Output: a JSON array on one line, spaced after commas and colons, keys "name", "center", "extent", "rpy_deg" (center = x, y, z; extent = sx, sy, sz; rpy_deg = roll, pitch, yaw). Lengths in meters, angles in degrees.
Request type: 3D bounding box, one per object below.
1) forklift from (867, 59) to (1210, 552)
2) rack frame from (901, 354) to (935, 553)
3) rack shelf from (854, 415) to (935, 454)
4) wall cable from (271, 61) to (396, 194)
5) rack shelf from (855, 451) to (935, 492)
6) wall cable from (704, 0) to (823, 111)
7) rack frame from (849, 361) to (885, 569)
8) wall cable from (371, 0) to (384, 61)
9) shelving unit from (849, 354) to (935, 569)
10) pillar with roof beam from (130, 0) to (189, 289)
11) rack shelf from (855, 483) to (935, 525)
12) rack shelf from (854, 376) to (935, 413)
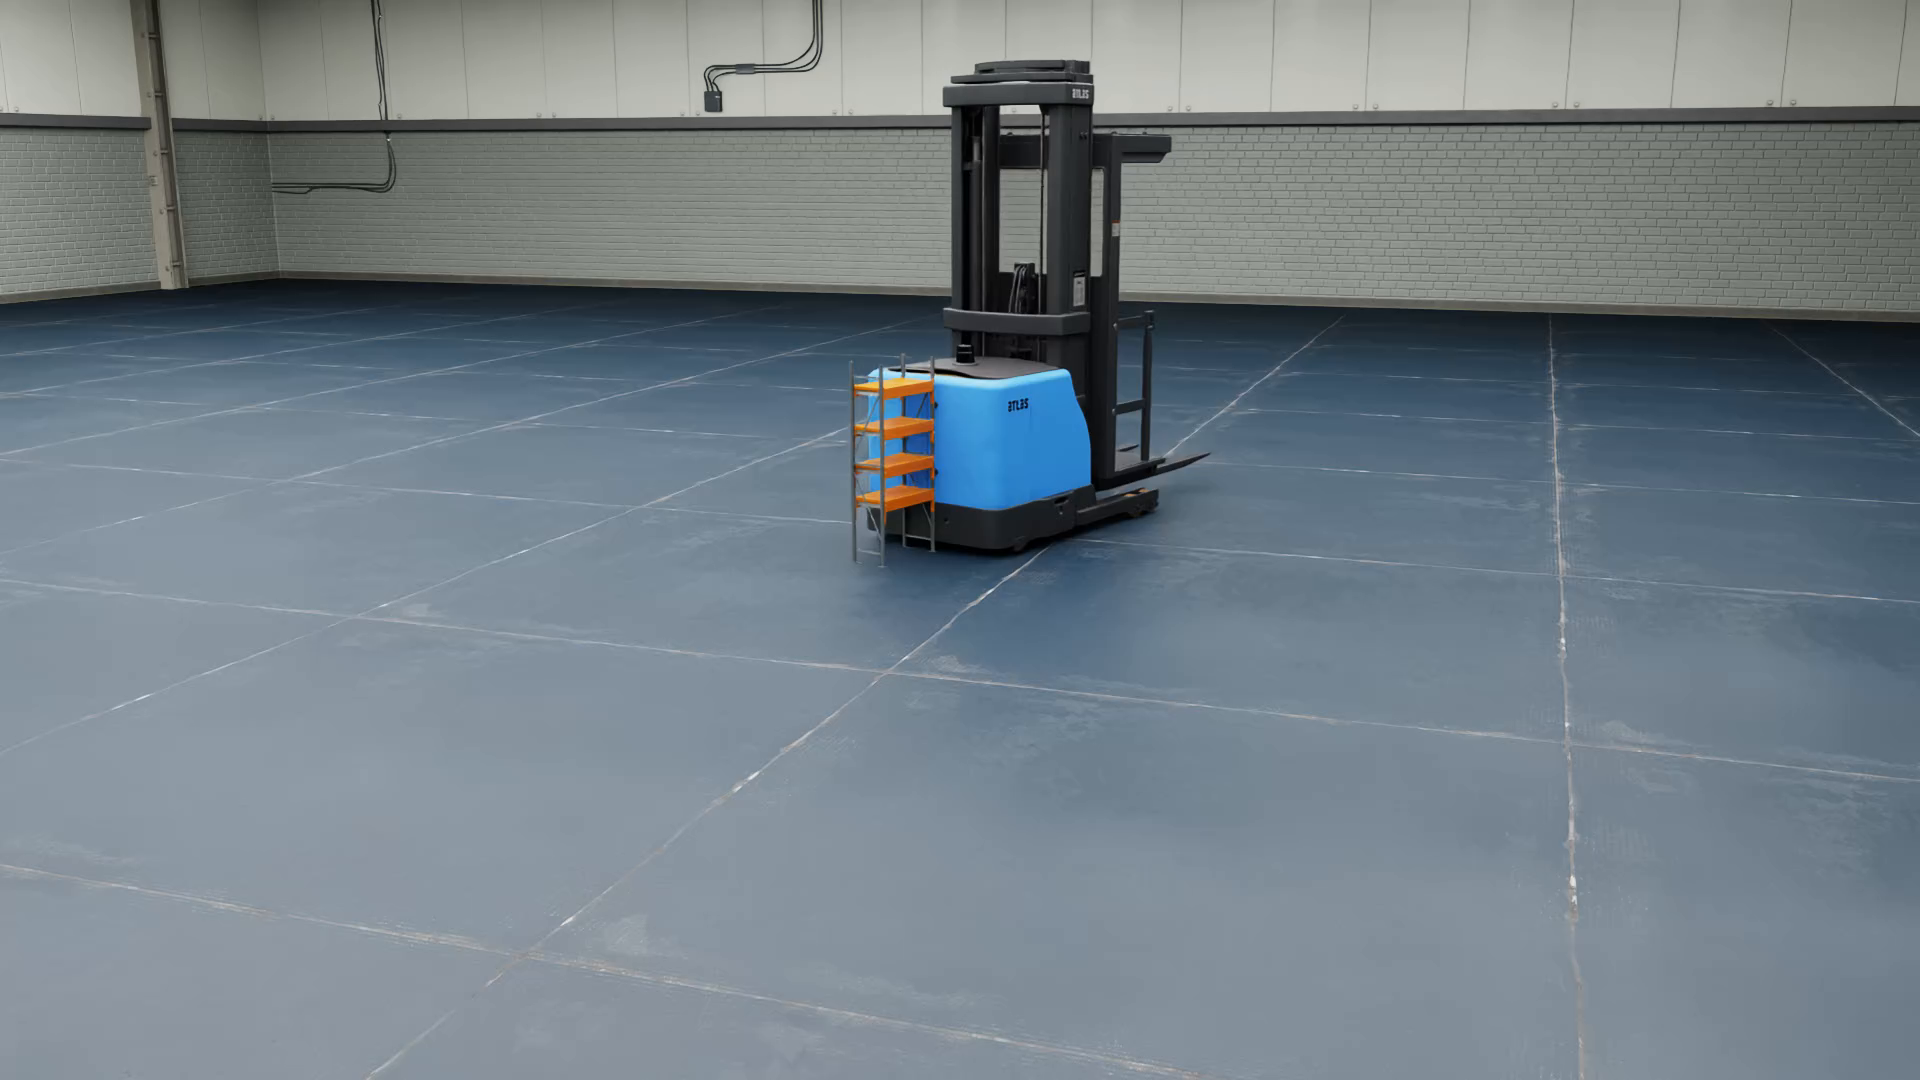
[{"name": "forklift", "center": [0.694, -1.632, 11.052], "extent": [1.130, 2.935, 3.031], "rpy_deg": [9, 16, 35]}, {"name": "rack frame", "center": [-0.252, -0.520, 10.072], "extent": [0.240, 1.200, 0.015], "rpy_deg": [9, 16, 35]}, {"name": "rack shelf", "center": [-0.396, -0.629, 9.845], "extent": [0.258, 0.148, 0.480], "rpy_deg": [9, 16, 35]}, {"name": "wall cable", "center": [-12.485, -8.103, 32.743], "extent": [3.097, 2.526, 0.112], "rpy_deg": [4, 14, 18]}, {"name": "rack shelf", "center": [-0.396, -0.411, 9.894], "extent": [0.258, 0.148, 0.480], "rpy_deg": [9, 16, 35]}, {"name": "wall cable", "center": [-3.507, -10.588, 29.010], "extent": [2.305, 6.003, 0.169], "rpy_deg": [4, 14, 18]}, {"name": "rack frame", "center": [-0.540, -0.433, 9.687], "extent": [0.240, 1.200, 0.015], "rpy_deg": [9, 16, 35]}, {"name": "wall cable", "center": [-9.925, -10.370, 31.327], "extent": [3.097, 2.526, 0.112], "rpy_deg": [4, 14, 18]}, {"name": "shelving unit", "center": [-0.396, -0.477, 9.879], "extent": [0.258, 1.200, 0.503], "rpy_deg": [9, 16, 35]}, {"name": "pillar with roof beam", "center": [-10.616, -8.781, 28.739], "extent": [9.100, 9.000, 0.400], "rpy_deg": [4, 14, 18]}, {"name": "rack shelf", "center": [-0.396, -0.217, 9.939], "extent": [0.258, 0.148, 0.480], "rpy_deg": [9, 16, 35]}, {"name": "rack shelf", "center": [-0.396, -0.860, 9.792], "extent": [0.258, 0.148, 0.480], "rpy_deg": [9, 16, 35]}]
